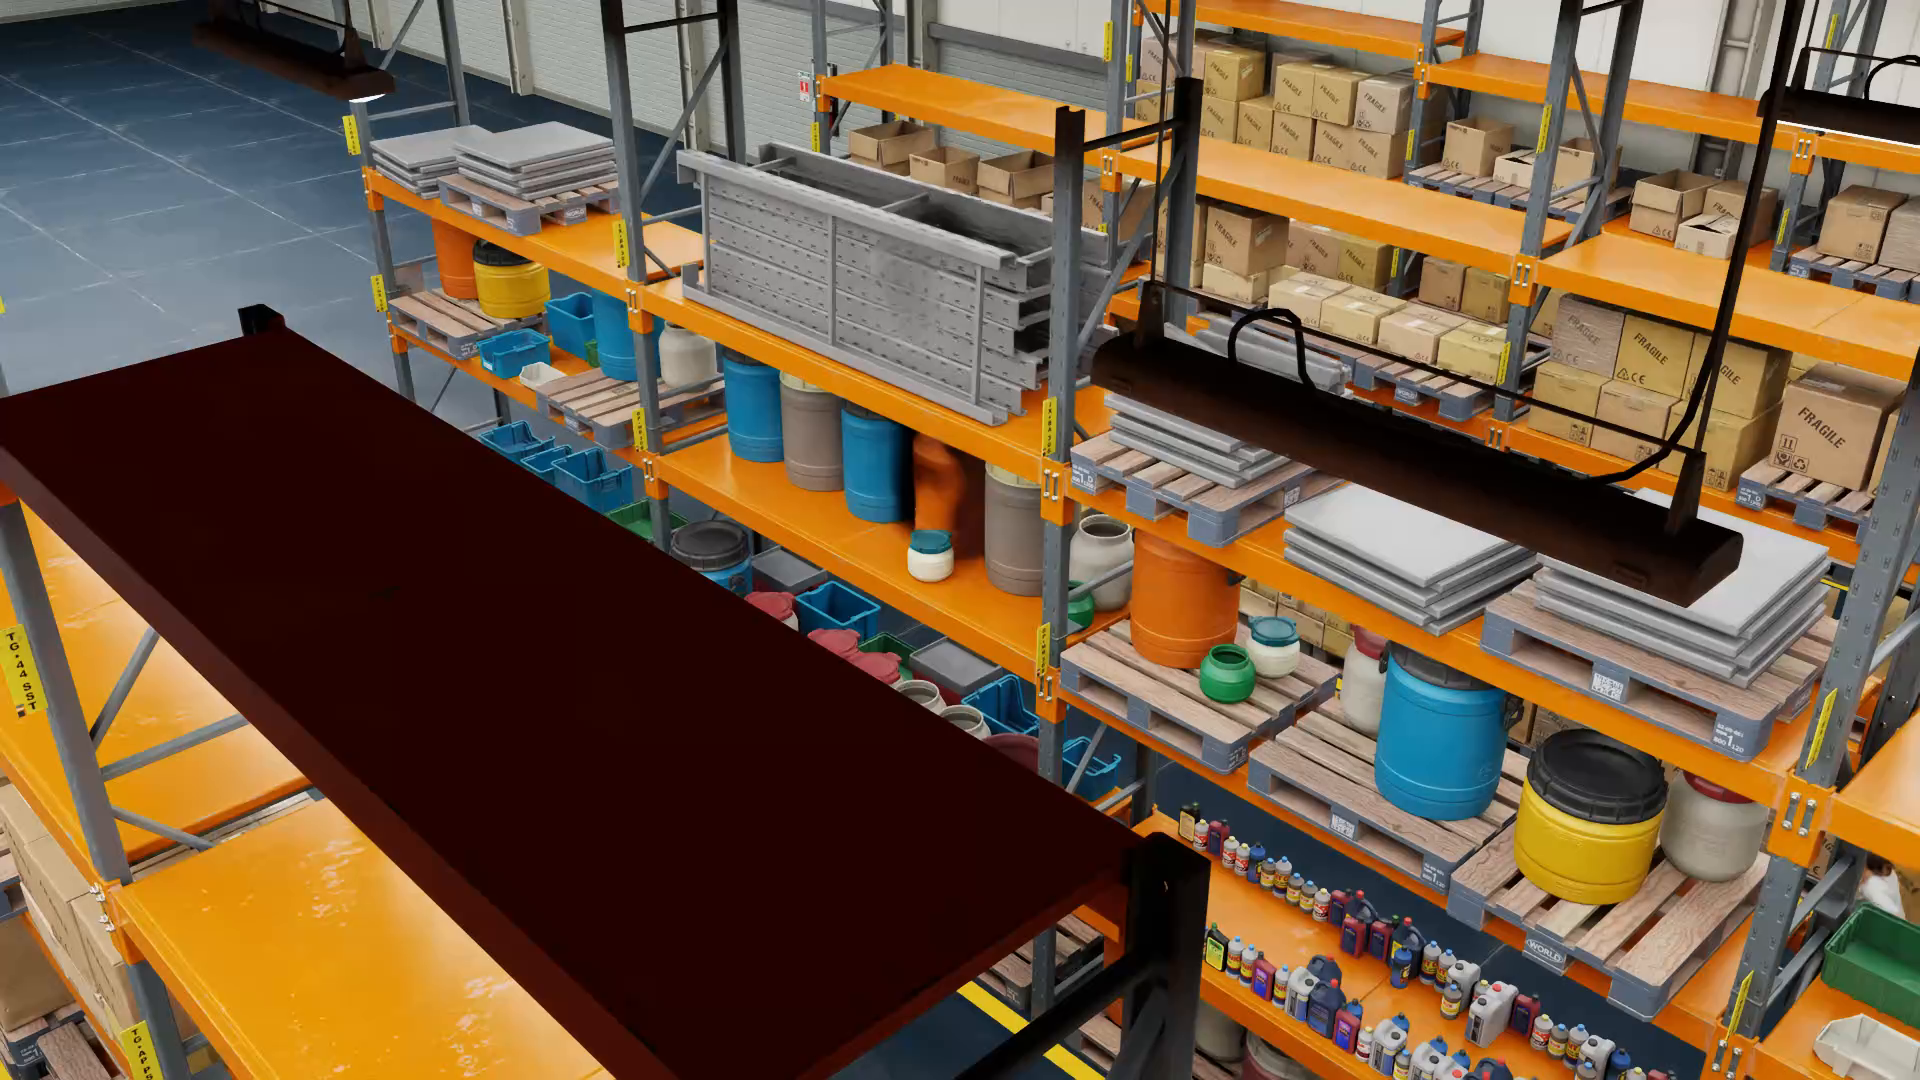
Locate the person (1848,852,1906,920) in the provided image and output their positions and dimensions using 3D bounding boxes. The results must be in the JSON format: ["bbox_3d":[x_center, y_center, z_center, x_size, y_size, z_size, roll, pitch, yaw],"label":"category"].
[{"bbox_3d":[5.791,2.629,10.304,1.009,1.625,0.598,18,33,30],"label":"person"}]
